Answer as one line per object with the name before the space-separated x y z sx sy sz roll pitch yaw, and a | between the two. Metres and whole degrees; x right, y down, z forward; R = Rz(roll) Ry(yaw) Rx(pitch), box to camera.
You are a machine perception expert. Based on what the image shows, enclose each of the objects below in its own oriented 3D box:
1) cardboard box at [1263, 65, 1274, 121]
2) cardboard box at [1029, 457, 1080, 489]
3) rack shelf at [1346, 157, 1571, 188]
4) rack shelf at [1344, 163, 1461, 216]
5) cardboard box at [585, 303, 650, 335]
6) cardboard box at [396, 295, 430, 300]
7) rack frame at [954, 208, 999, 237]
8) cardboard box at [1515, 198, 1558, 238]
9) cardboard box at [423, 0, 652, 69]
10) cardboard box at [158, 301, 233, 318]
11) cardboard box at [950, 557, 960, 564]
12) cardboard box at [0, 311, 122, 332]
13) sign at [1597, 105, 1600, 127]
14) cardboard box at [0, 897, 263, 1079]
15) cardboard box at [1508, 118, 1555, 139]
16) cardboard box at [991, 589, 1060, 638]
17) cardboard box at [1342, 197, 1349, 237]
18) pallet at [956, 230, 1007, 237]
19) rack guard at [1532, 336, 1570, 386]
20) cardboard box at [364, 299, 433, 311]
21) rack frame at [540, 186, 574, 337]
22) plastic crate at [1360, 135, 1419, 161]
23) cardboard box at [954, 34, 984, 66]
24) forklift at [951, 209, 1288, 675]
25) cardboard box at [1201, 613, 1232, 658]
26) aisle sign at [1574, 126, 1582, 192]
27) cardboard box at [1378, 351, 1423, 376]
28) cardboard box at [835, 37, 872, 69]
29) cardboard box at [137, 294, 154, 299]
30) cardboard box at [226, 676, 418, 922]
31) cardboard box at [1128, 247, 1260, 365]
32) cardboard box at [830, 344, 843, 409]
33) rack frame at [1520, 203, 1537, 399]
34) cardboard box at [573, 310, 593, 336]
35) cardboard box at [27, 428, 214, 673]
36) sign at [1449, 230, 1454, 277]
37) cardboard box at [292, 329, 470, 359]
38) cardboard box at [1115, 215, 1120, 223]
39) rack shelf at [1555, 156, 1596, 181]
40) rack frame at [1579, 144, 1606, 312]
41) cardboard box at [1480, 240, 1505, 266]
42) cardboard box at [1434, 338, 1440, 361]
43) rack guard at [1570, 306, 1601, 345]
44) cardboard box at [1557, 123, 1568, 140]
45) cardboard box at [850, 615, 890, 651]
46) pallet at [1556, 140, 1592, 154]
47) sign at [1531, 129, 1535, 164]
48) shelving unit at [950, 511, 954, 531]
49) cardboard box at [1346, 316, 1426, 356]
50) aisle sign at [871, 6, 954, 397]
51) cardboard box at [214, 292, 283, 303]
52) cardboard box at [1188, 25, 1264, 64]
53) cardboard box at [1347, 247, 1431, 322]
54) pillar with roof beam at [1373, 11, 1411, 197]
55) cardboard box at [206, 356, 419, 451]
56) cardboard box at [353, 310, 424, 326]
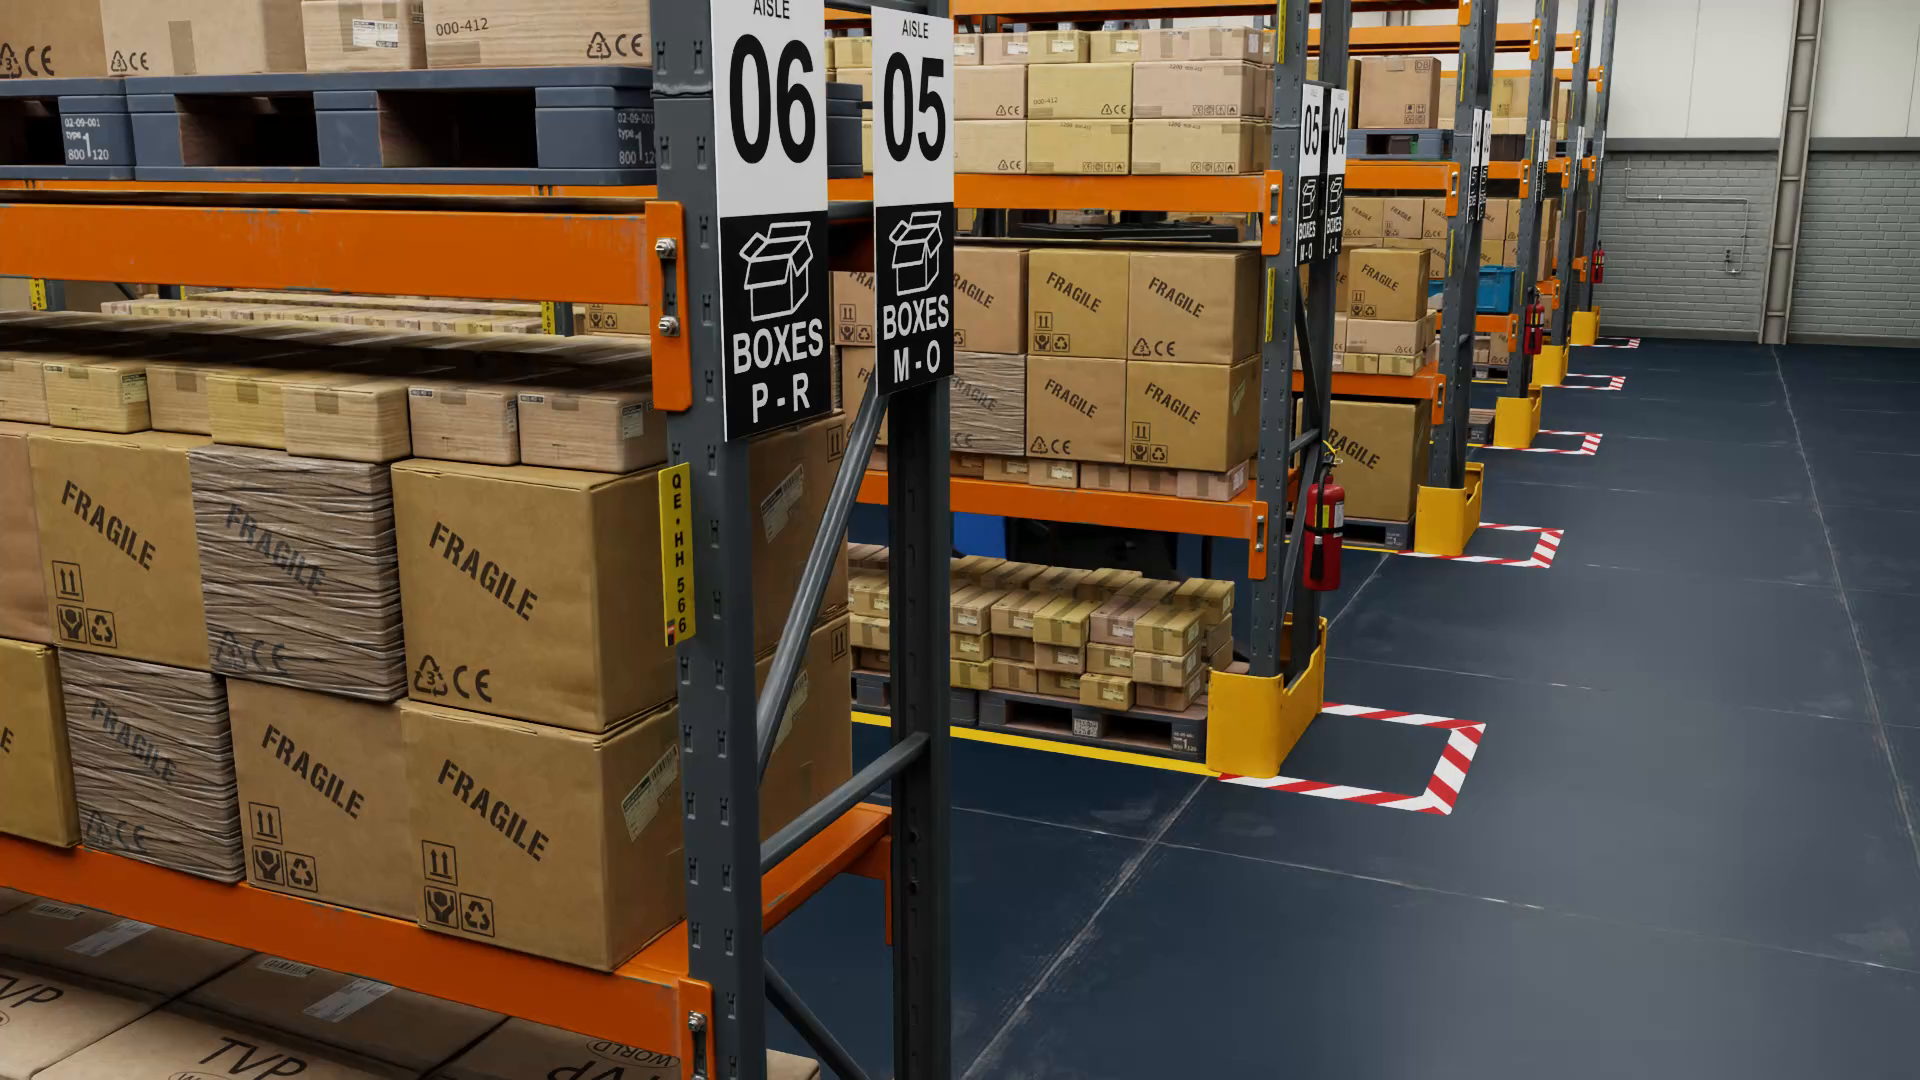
cardboard box | 1.328 -2.176 8.131 0.500 0.250 0.500 6 14 24
cardboard box | 0.531 -0.368 8.308 0.250 0.149 0.380 6 15 25
rack shelf | 5.922 -4.840 21.825 4.000 0.370 1.077 6 14 23
rack shelf | 1.906 -2.771 13.008 4.000 0.370 1.077 6 14 23
cardboard box | -1.710 -1.407 9.128 0.500 0.500 0.500 6 15 25
cardboard box | -5.213 -2.453 16.020 0.258 0.266 0.396 5 14 22
rack frame | 0.078 -1.846 14.058 0.127 3.000 1.000 6 14 23
cardboard box | 7.452 -4.177 21.581 0.500 0.500 0.500 6 15 25
cardboard box | -0.727 -1.070 3.372 0.500 0.250 0.500 4 14 18
cardboard box | -4.867 -1.431 10.614 0.250 0.149 0.380 6 14 23
cardboard box | -0.188 0.204 9.339 0.250 0.149 0.380 6 14 23
cardboard box | -2.622 -0.558 4.740 0.250 0.149 0.380 6 14 23
sign | 9.521 -6.321 24.795 0.005 0.325 0.100 6 14 23
cardboard box | -2.587 1.430 4.786 0.875 0.438 0.875 5 14 22
cardboard box | 7.178 -5.170 20.890 0.500 0.250 0.500 6 14 23
cardboard box | 0.341 0.378 8.596 0.250 0.149 0.380 5 14 21
cardboard box | 4.882 -4.301 22.109 0.500 0.500 0.500 5 14 21
pallet | 0.613 -5.402 29.628 1.213 0.211 1.003 6 14 23
rack guard | 7.681 -2.335 21.612 0.348 0.500 1.175 6 14 23
cardboard box | -3.628 -1.468 10.772 0.250 0.149 0.380 6 15 25
rack frame | -2.024 -0.820 9.683 0.127 3.000 1.000 6 14 23
plastic crate | 4.456 -4.140 17.401 0.767 0.338 0.504 6 14 23
cardboard box | 0.053 -2.369 8.080 0.250 0.149 0.380 6 15 24
forklift | 0.913 -0.807 9.776 1.130 2.935 3.031 -5 14 -19
cardboard box | 1.259 0.487 8.784 0.250 0.149 0.380 6 15 26
aisle sign | 7.689 -4.740 20.700 0.004 0.787 0.394 6 14 23
cardboard box | 3.276 -1.318 12.356 0.250 0.149 0.380 6 15 24
cardboard box | -0.429 -2.414 8.271 0.250 0.149 0.380 5 14 22
cardboard box | -8.430 -2.534 17.539 0.250 0.149 0.380 6 14 23
cardboard box | -1.280 0.506 3.814 0.500 0.500 0.500 5 14 22
cardboard box | 1.115 -1.120 7.905 0.500 0.500 0.500 5 14 22
cardboard box | -0.772 -0.816 8.798 0.500 0.500 0.500 5 14 22
rack frame | 5.740 -2.510 16.886 0.053 2.616 0.949 6 14 23
cardboard box | -2.197 -1.324 10.160 0.250 0.149 0.380 7 15 26
cardboard box | -1.757 -0.025 3.890 0.500 0.500 0.500 6 14 23
sign | 3.503 -2.043 11.843 0.005 0.325 0.100 6 14 23
cardboard box | -1.460 -0.440 4.235 0.250 0.149 0.380 6 14 24
cardboard box | 2.453 -4.319 23.456 0.500 0.500 0.700 2 13 9
rack shelf | 7.925 -5.875 26.236 4.000 0.370 1.077 6 14 23
rack frame | 9.754 -4.580 25.708 0.127 3.000 1.000 6 14 23
cardboard box | 6.755 -3.626 21.421 0.500 0.500 0.500 6 14 24
cardboard box | 6.298 -2.514 21.957 0.500 0.250 0.500 6 14 23
rack guard | 9.776 -3.361 25.984 0.348 0.500 1.175 6 14 23
cardboard box | 8.977 -6.233 25.375 0.500 0.250 0.500 6 15 25
cardboard box | -0.409 0.460 8.901 0.250 0.149 0.380 6 14 24
pallet | 9.071 -6.064 25.658 1.213 0.211 1.003 6 14 23
sign | 5.533 -3.804 16.062 0.005 0.325 0.100 6 14 23
shelving unit | 0.049 -0.506 12.614 0.252 1.050 0.215 6 14 23
cardboard box | 3.184 -1.538 12.418 0.500 0.250 0.500 6 14 22
aisle sign | -0.096 -0.726 3.592 0.004 0.787 0.394 6 14 23
cardboard box | -4.818 -1.588 11.286 0.250 0.149 0.380 6 14 23
cardboard box | 1.211 -2.244 7.547 0.250 0.149 0.380 6 14 23
cardboard box | 3.183 -1.903 12.336 0.500 0.500 0.500 6 14 24
pillar with roof beam | 5.343 -7.088 23.261 0.400 9.000 9.100 6 14 23
cardboard box | -1.414 -0.306 3.664 0.250 0.149 0.380 6 15 25
cardboard box | -3.415 -1.285 9.992 0.250 0.149 0.380 5 14 21
